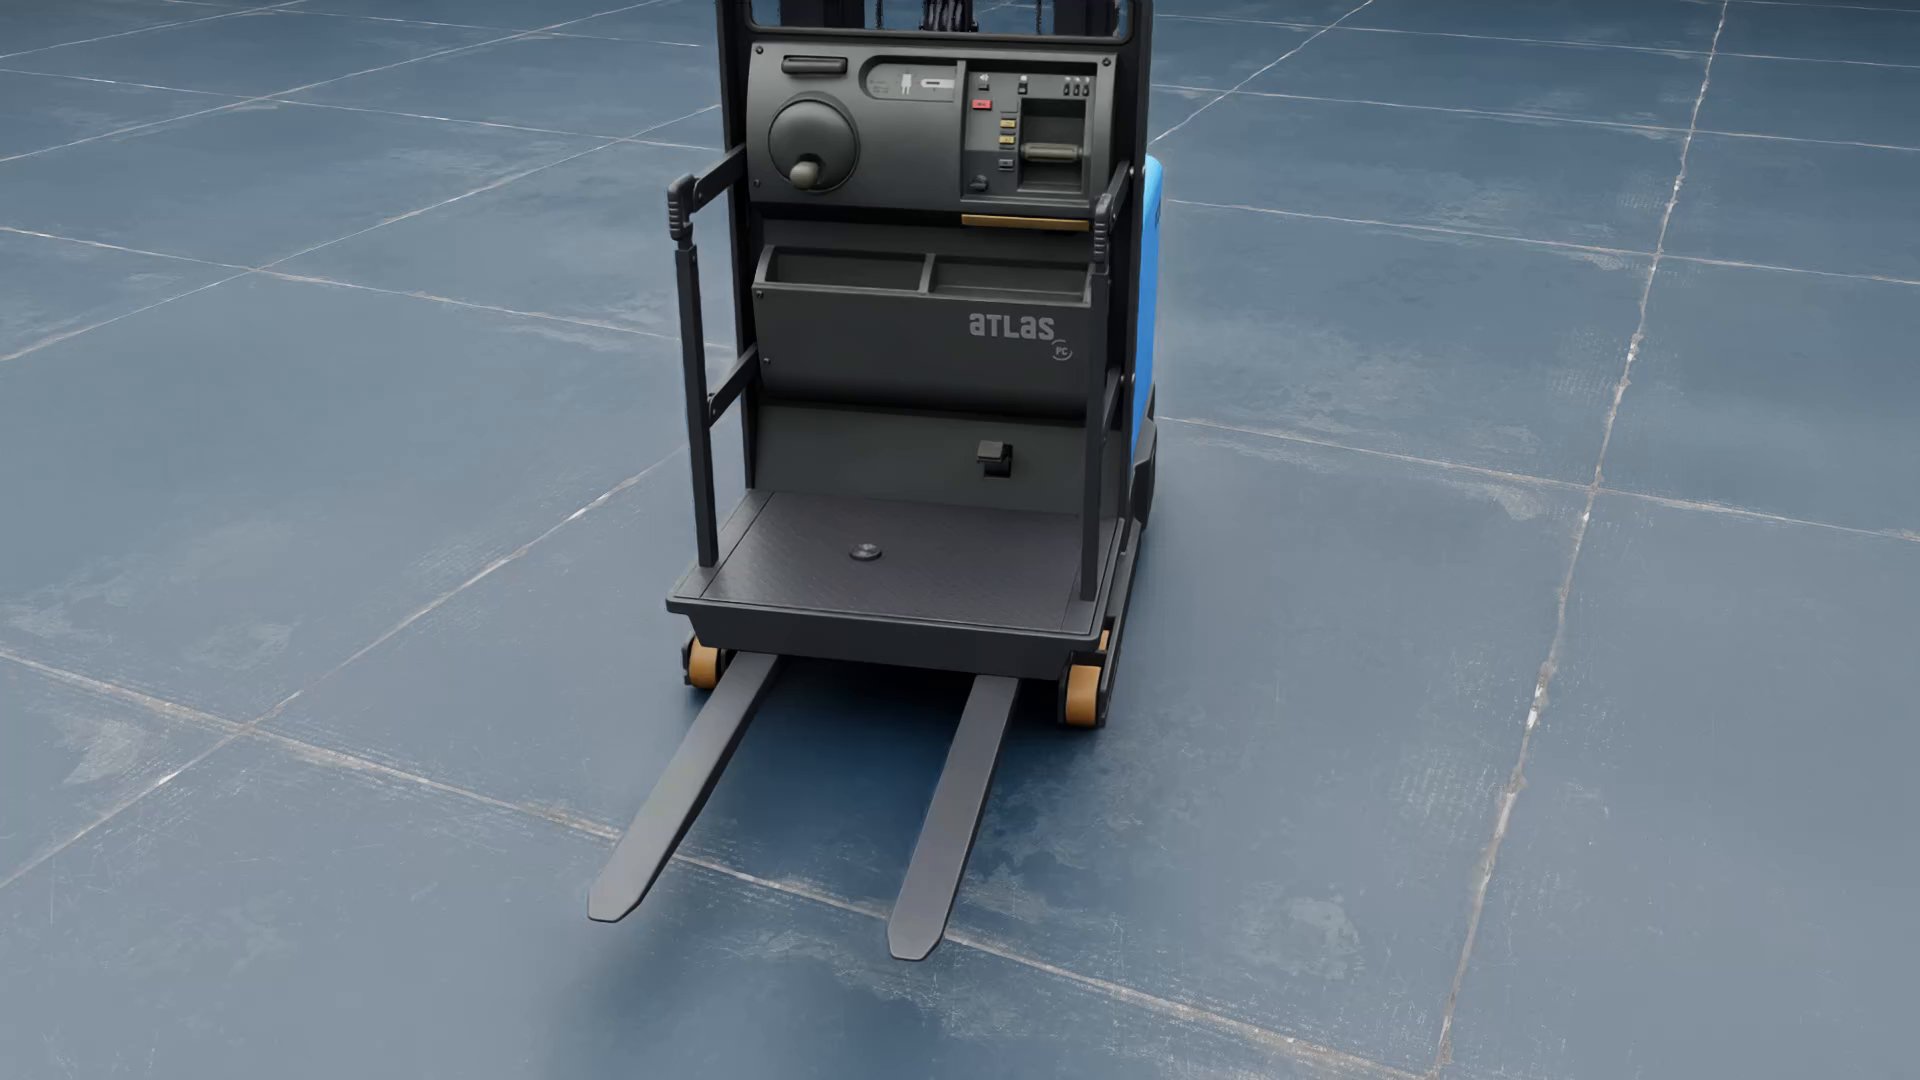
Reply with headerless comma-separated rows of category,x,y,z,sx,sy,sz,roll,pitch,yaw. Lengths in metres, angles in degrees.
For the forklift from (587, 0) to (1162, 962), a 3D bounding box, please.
forklift,-0.117,-1.007,3.976,1.130,2.935,3.031,5,27,10
